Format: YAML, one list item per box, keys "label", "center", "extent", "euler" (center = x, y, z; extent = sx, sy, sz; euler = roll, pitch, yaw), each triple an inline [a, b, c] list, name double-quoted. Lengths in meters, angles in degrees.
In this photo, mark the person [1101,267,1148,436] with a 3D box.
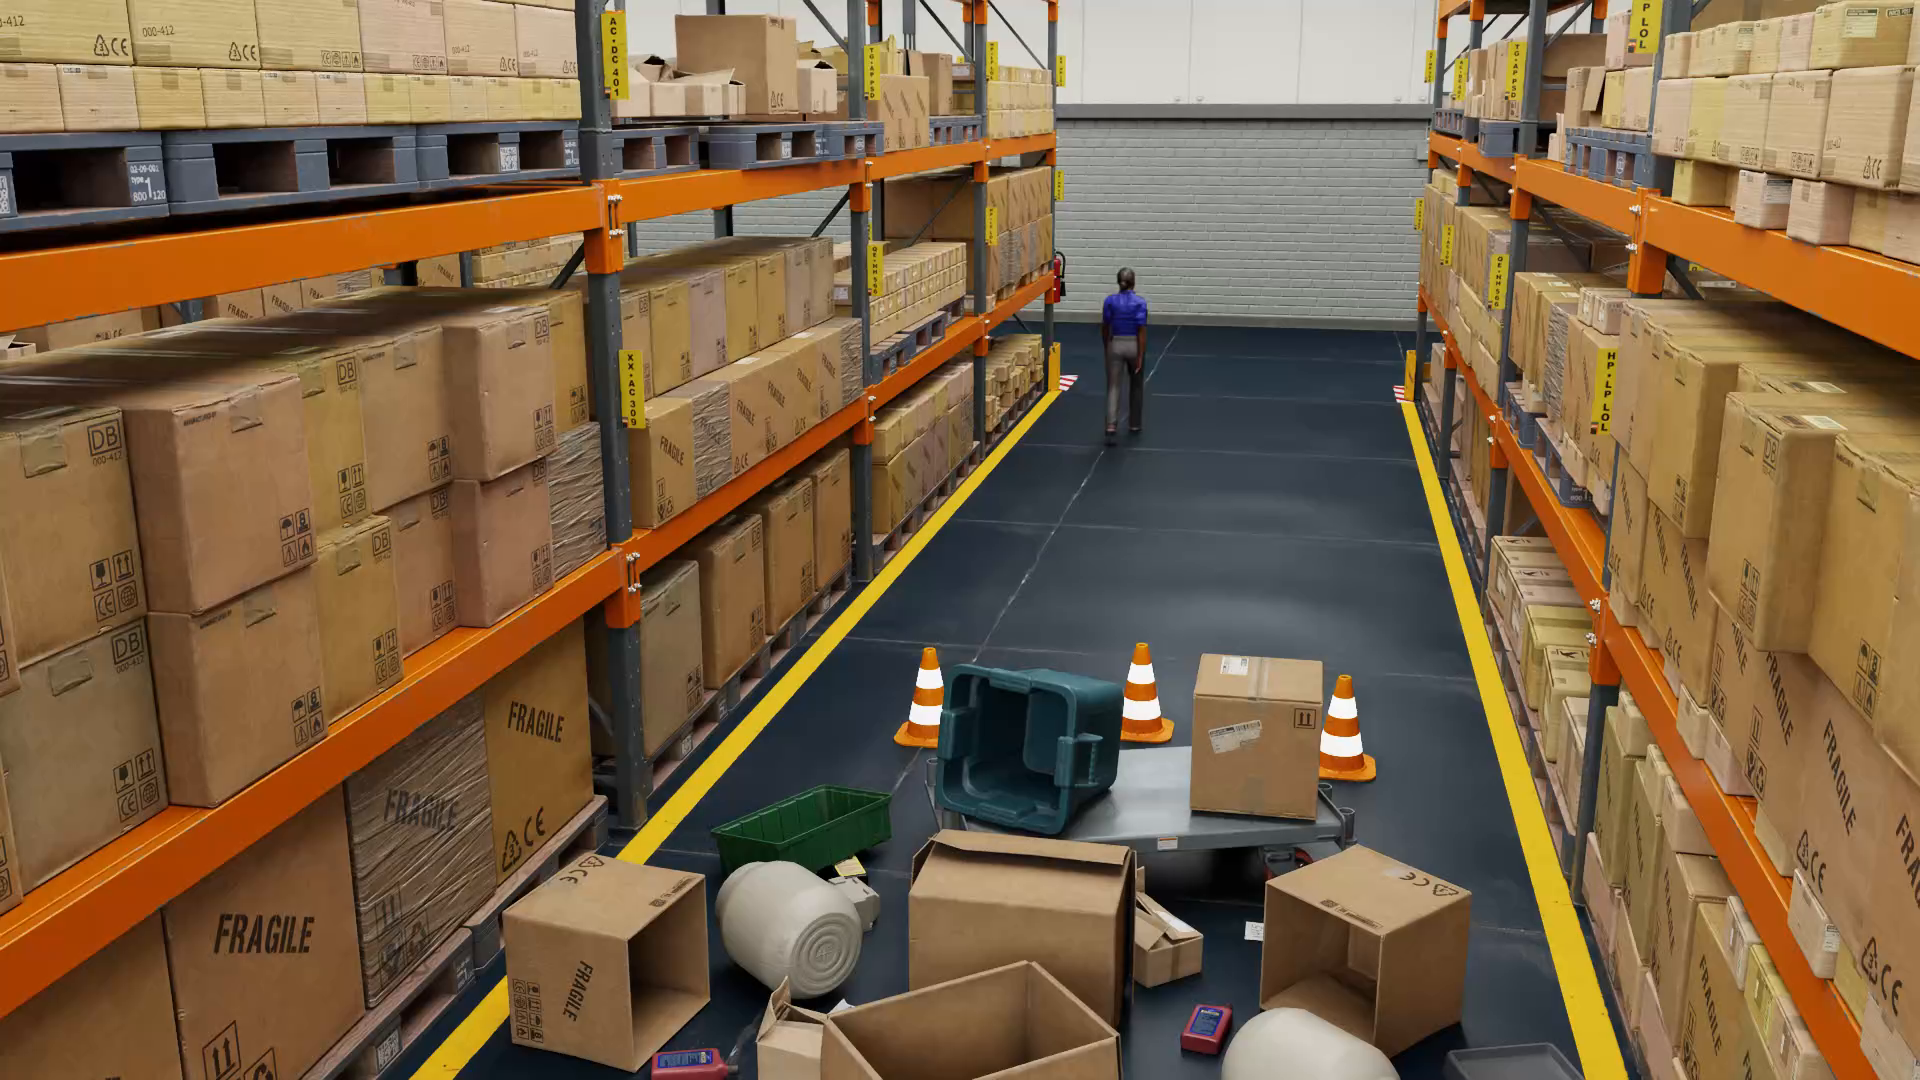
- label: "person"
  center: [1.556, -1.792, 15.802]
  extent: [0.446, 1.602, 0.987]
  euler: [3, 15, 10]
